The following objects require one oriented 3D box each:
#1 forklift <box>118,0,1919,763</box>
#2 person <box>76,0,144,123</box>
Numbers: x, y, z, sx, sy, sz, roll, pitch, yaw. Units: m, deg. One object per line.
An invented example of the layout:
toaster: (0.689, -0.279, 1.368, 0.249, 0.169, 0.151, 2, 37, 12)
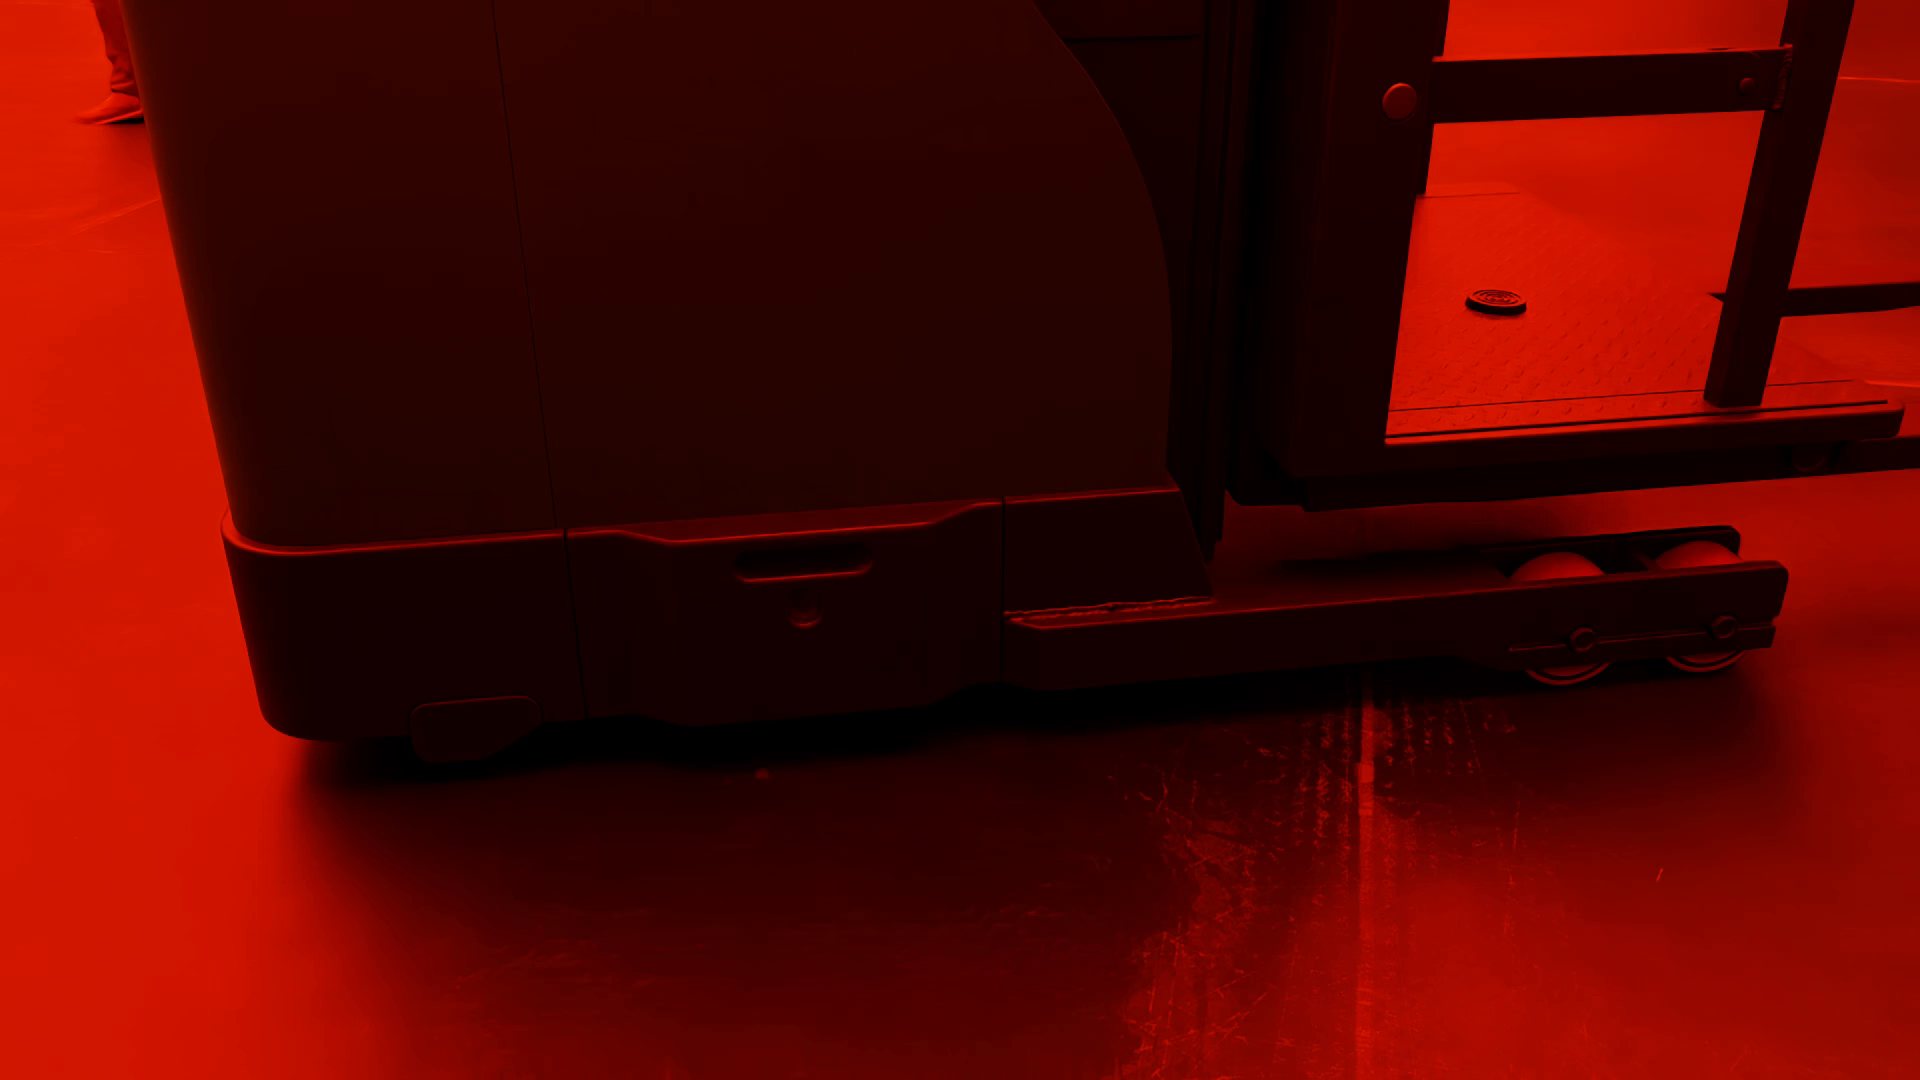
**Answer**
forklift: (0.600, -1.354, 1.930, 3.031, 2.935, 1.130, -4, 27, -9)
person: (-2.417, -2.050, 4.765, 0.439, 1.681, 0.531, 7, 28, 13)
